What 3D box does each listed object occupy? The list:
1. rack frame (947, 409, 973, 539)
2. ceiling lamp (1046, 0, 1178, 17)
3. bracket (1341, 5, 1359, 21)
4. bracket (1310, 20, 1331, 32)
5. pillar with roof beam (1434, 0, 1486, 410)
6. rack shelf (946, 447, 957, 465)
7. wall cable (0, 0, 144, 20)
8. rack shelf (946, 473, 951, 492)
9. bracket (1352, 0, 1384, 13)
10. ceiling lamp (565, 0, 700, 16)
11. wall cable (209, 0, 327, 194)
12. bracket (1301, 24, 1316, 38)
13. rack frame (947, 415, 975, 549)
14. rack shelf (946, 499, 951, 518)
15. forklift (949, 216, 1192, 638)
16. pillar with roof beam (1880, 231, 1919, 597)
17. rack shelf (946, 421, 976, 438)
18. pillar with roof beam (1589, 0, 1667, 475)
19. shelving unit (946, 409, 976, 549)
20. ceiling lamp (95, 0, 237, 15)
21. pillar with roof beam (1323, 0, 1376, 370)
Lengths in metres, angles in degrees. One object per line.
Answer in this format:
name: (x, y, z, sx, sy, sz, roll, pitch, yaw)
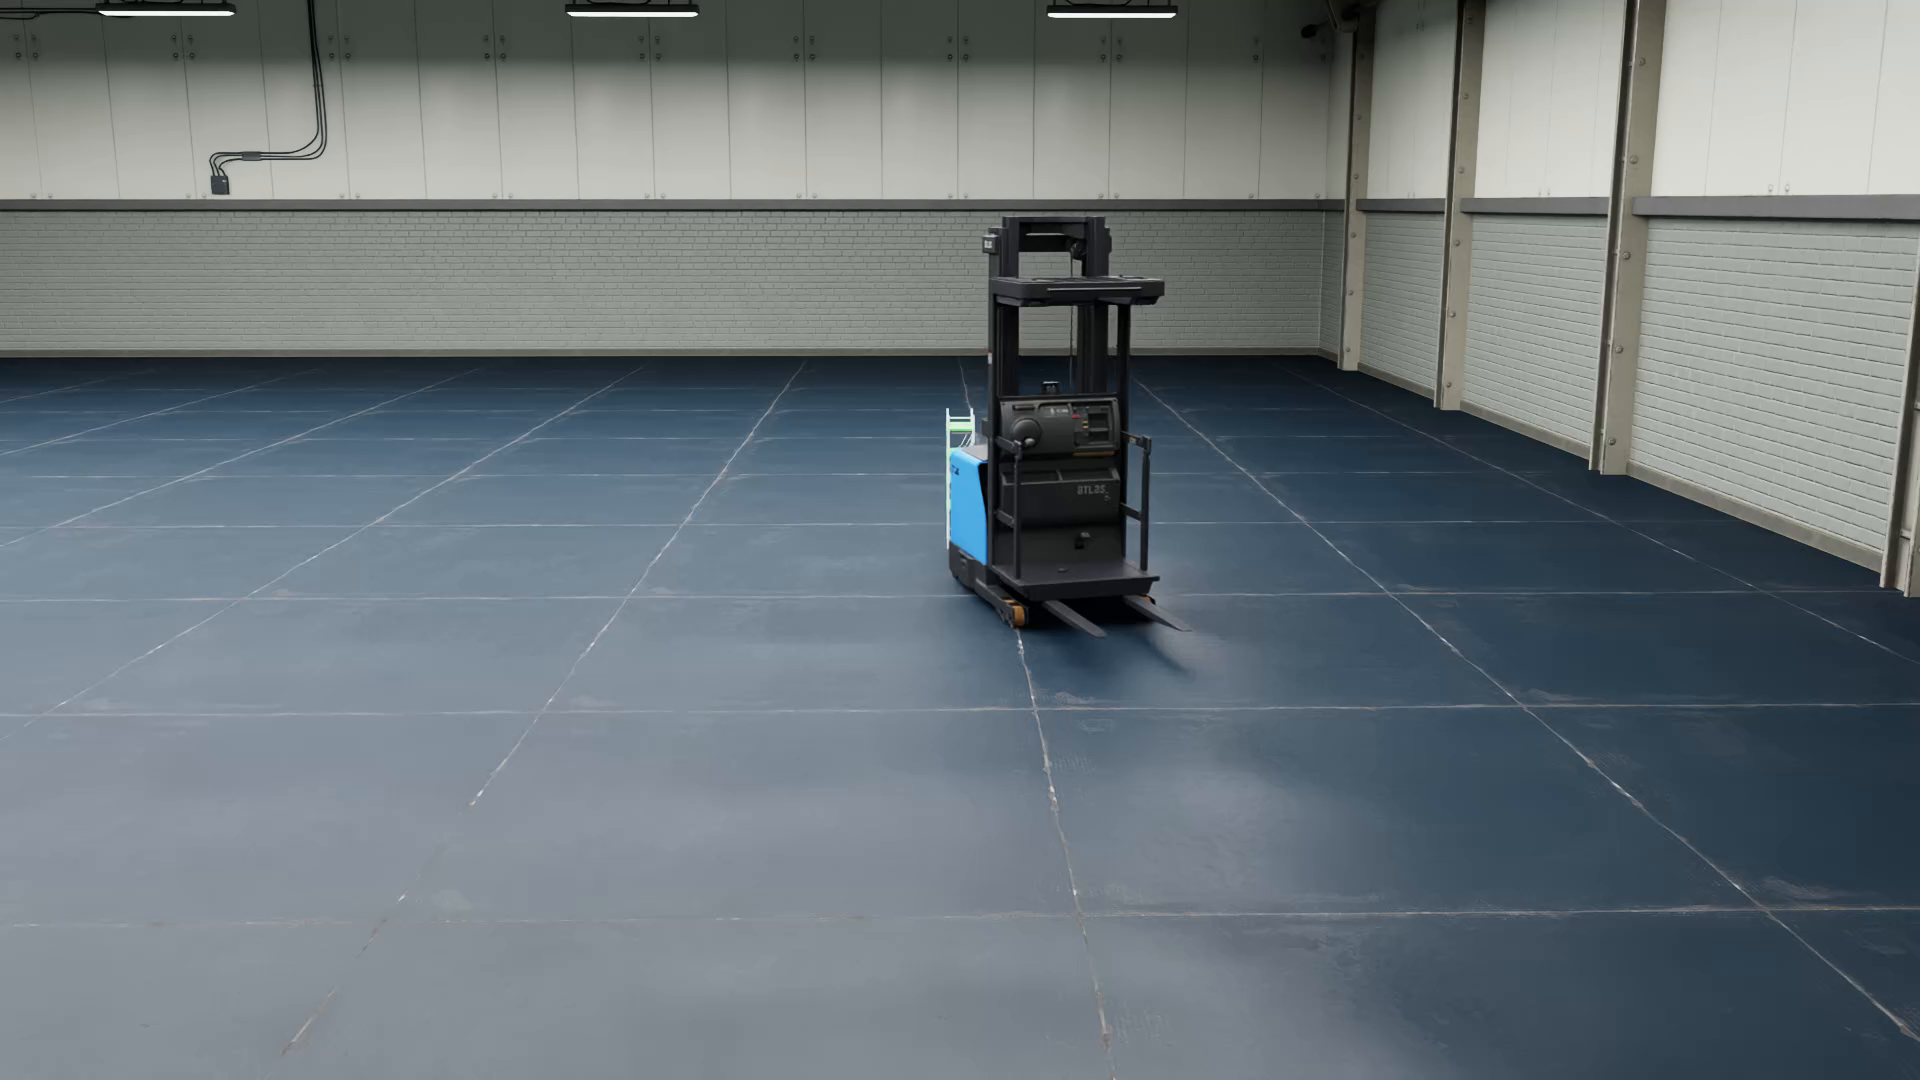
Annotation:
rack frame: (-0.002, -0.604, 15.208, 0.240, 1.200, 0.015, 0, 11, -1)
ceiling lamp: (2.329, -9.652, 25.513, 2.000, 3.185, 0.800, 0, 11, -1)
bracket: (6.862, -9.260, 29.208, 0.235, 0.232, 0.430, 0, 11, -1)
bracket: (6.808, -9.779, 31.765, 0.076, 0.066, 3.189, 0, 11, -1)
pillar with roof beam: (3.028, -6.370, 24.014, 9.100, 9.000, 0.400, 0, 11, -1)
rack shelf: (0.003, -0.728, 14.934, 0.258, 0.148, 0.480, 0, 11, -1)
wall cable: (-17.225, -11.248, 31.727, 3.097, 2.526, 0.112, 0, 11, -1)
rack shelf: (0.003, -0.492, 14.981, 0.258, 0.148, 0.480, 0, 11, -1)
bracket: (6.915, -8.748, 26.684, 0.076, 0.066, 4.783, 0, 11, -1)
ceiling lamp: (-5.010, -9.622, 25.364, 2.000, 3.185, 0.800, 0, 11, -1)
wall cable: (-13.532, -9.744, 32.094, 2.305, 6.003, 0.169, 0, 11, -1)
bracket: (6.796, -9.896, 32.343, 0.235, 0.232, 0.430, 0, 11, -1)
rack frame: (0.008, -0.507, 14.729, 0.240, 1.200, 0.015, 0, 11, -1)
rack shelf: (0.003, -0.257, 15.029, 0.258, 0.148, 0.480, 0, 11, -1)
forklift: (0.812, -0.884, 12.233, 1.130, 2.935, 3.031, -3, 12, -16)
pillar with roof beam: (3.276, -3.984, 12.256, 9.100, 9.000, 0.400, 0, 11, -1)
rack shelf: (0.003, -0.963, 14.886, 0.258, 0.148, 0.480, 0, 11, -1)
pillar with roof beam: (3.152, -5.177, 18.135, 9.100, 9.000, 0.400, 0, 11, -1)
shelving unit: (0.003, -0.555, 14.969, 0.258, 1.200, 0.503, 0, 11, -1)
ceiling lamp: (-12.068, -9.593, 25.221, 2.000, 3.185, 0.800, 0, 11, -1)
pillar with roof beam: (2.904, -7.562, 29.893, 9.100, 9.000, 0.548, 0, 11, -1)
